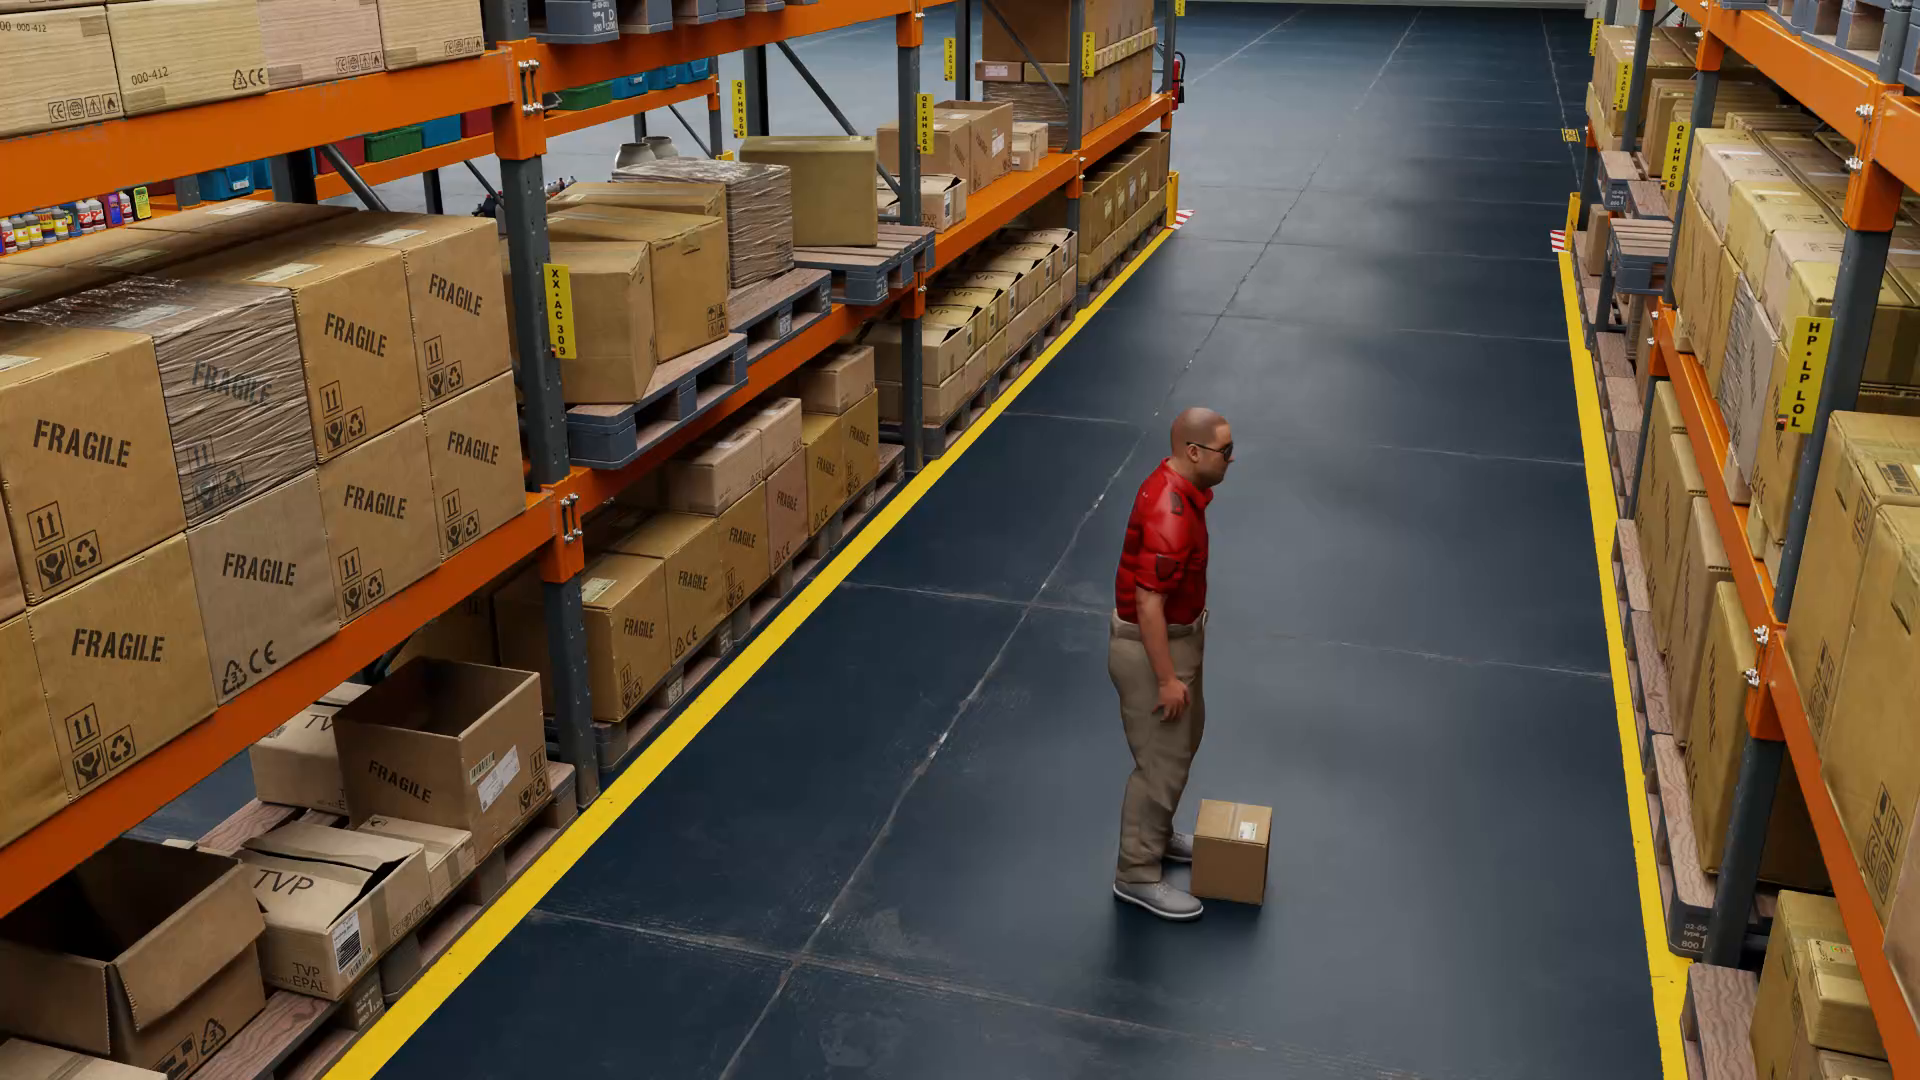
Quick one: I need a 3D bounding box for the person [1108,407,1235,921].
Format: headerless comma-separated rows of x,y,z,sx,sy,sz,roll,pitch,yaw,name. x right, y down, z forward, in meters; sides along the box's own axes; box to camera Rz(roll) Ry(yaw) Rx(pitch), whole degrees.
0.709,0.385,5.645,0.392,1.726,0.606,5,22,12,person
